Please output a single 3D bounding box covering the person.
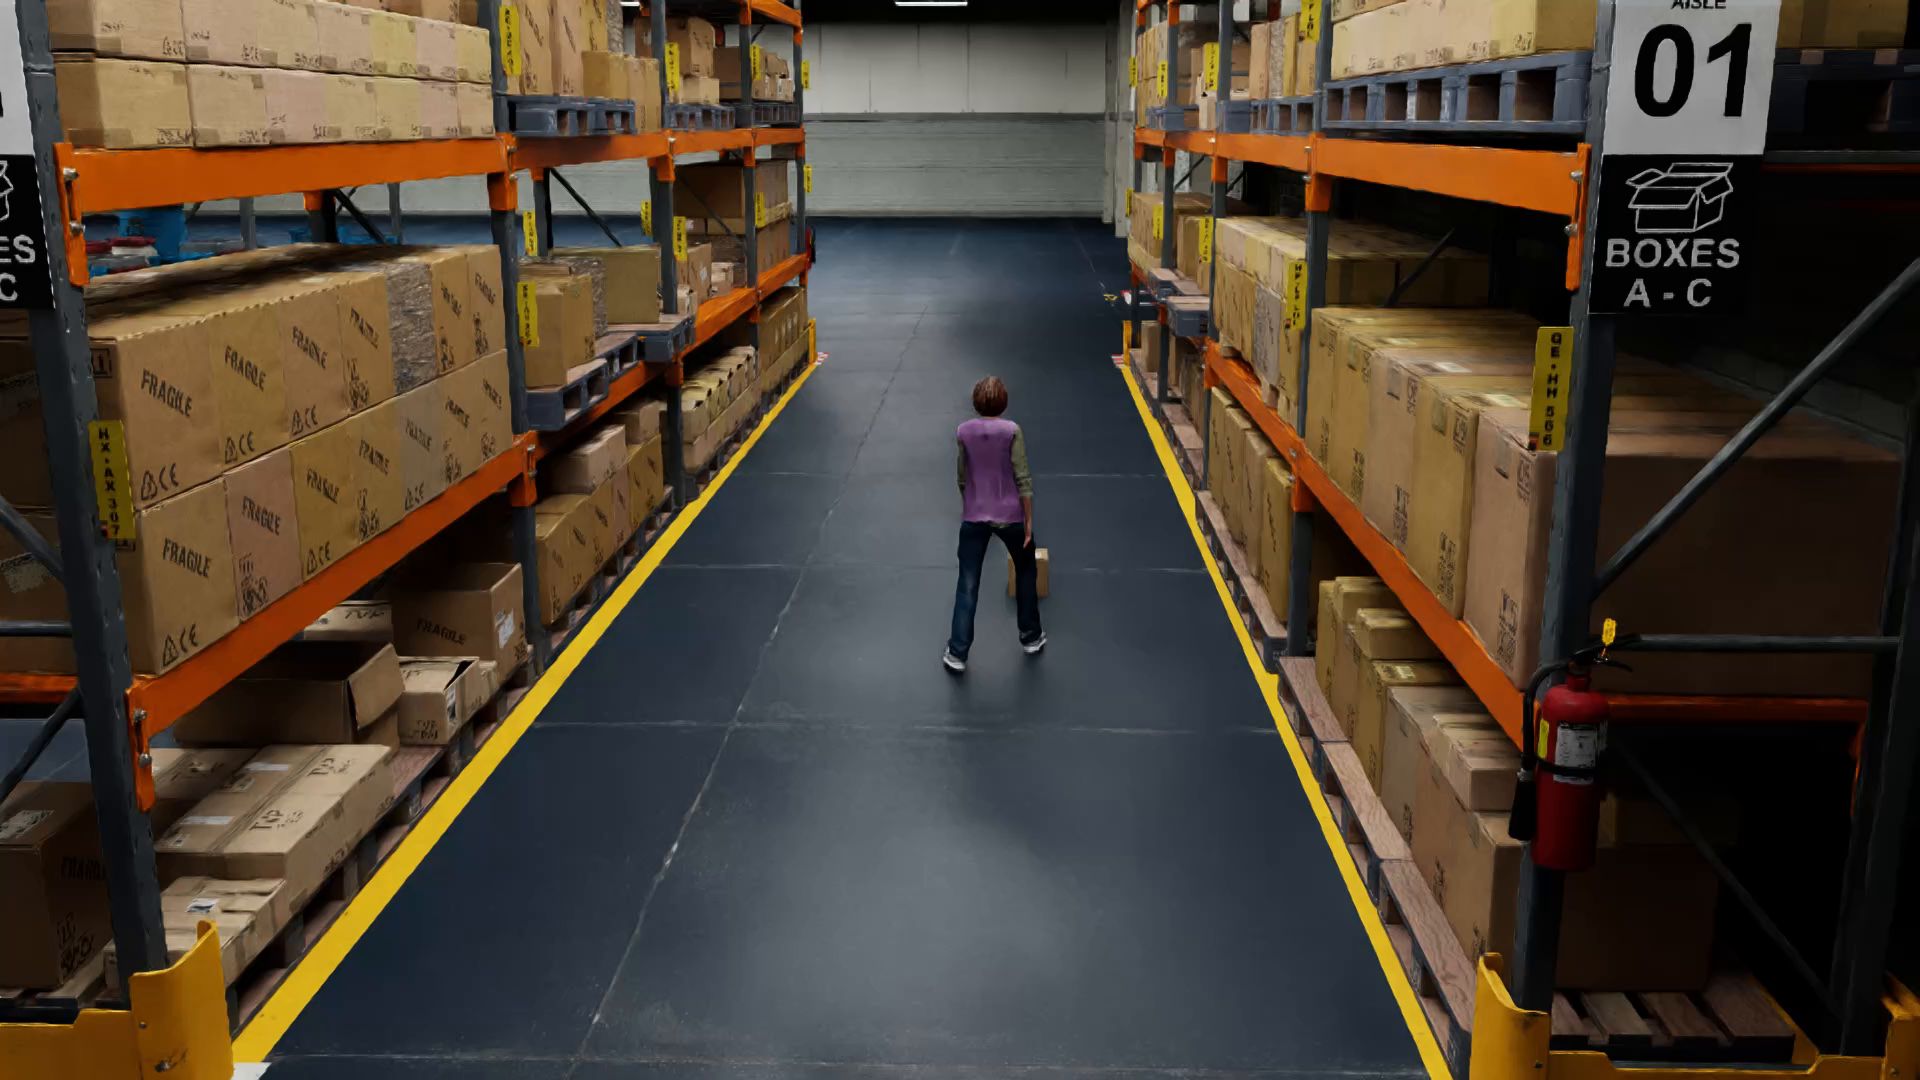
[{"bbox_3d":[0.187,-0.110,8.993,0.500,1.545,0.733,3,14,11],"label":"person"}]
